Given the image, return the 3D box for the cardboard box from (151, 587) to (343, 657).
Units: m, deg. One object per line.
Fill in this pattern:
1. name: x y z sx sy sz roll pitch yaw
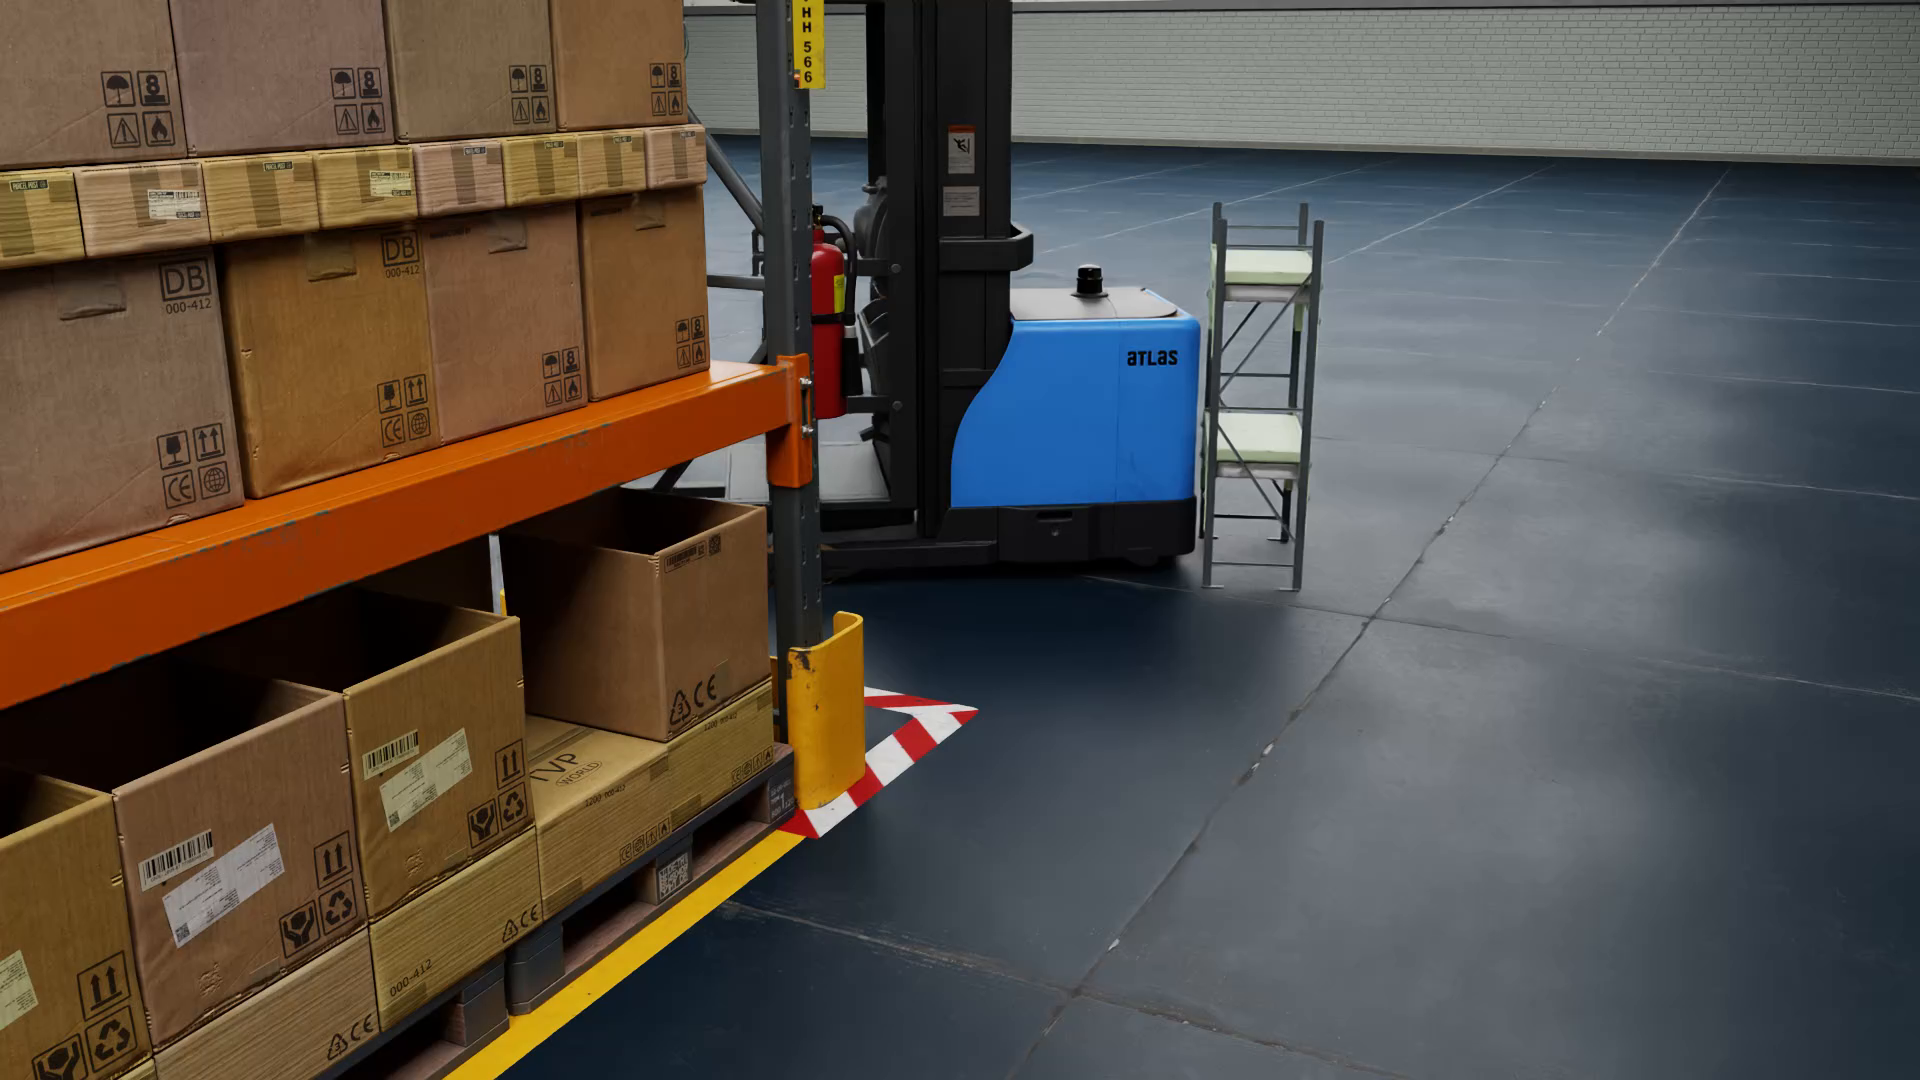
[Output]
1. cardboard box: -1.750 0.369 3.789 0.500 0.500 0.500 8 18 25

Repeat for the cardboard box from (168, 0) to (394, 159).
1. cardboard box: -1.576 -1.029 3.267 0.700 0.500 0.500 8 18 26

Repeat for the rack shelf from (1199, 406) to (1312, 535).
1. rack shelf: 1.243 -0.307 7.070 0.431 0.370 0.720 2 17 7

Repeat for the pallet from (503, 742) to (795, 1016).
1. pallet: -1.182 0.783 4.516 1.003 0.211 1.213 8 18 25

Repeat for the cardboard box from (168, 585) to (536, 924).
1. cardboard box: -1.285 0.435 3.566 0.500 0.500 0.500 8 18 25

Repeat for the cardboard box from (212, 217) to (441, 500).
1. cardboard box: -1.556 -0.424 3.508 0.700 0.500 0.500 8 18 26

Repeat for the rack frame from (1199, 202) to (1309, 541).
1. rack frame: 1.287 -0.723 7.325 0.400 1.500 0.023 2 17 7

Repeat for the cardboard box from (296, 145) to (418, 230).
1. cardboard box: -1.340 -0.728 3.392 0.380 0.149 0.250 9 19 27

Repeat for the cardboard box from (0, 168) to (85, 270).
1. cardboard box: -1.683 -0.532 2.733 0.380 0.149 0.250 8 18 25

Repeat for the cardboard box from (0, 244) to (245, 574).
1. cardboard box: -1.787 -0.289 3.055 0.700 0.500 0.500 9 19 27

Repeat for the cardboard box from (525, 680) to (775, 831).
1. cardboard box: -0.853 0.538 4.538 0.500 0.250 0.500 8 18 25

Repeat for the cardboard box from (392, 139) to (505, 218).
1. cardboard box: -1.223 -0.795 3.617 0.380 0.149 0.250 8 18 26

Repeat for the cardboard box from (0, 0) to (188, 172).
1. cardboard box: -1.800 -0.902 2.838 0.700 0.500 0.500 8 18 25

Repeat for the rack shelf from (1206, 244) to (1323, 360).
1. rack shelf: 1.243 -0.994 6.866 0.431 0.370 0.720 2 17 7

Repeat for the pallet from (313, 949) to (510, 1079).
1. pallet: -1.729 1.093 3.473 1.003 0.211 1.213 8 18 25

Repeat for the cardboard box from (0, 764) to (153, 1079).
1. cardboard box: -1.731 0.690 2.708 0.500 0.500 0.500 8 18 25

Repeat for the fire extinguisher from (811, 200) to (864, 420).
1. fire extinguisher: -0.410 -0.687 4.706 0.296 0.674 0.183 8 18 25

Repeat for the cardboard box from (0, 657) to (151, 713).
1. cardboard box: -1.989 0.494 3.368 0.500 0.500 0.500 8 18 25

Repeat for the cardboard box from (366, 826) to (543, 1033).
1. cardboard box: -1.288 0.794 3.674 0.500 0.250 0.500 8 18 25

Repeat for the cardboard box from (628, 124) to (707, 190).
1. cardboard box: -0.878 -0.991 4.277 0.380 0.149 0.250 8 18 24

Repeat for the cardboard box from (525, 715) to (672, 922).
1. cardboard box: -1.066 0.666 4.104 0.500 0.250 0.500 8 18 25

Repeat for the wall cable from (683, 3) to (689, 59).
1. wall cable: -8.259 -13.454 42.471 3.097 2.526 0.112 8 18 25

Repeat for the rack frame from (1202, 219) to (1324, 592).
1. rack frame: 1.199 -0.516 6.628 0.400 1.500 0.023 2 17 7

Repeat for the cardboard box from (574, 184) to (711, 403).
1. cardboard box: -1.098 -0.684 4.383 0.700 0.500 0.500 8 18 25

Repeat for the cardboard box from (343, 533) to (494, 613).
1. cardboard box: -1.538 0.240 4.223 0.500 0.500 0.500 8 18 25

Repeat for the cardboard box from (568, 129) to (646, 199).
1. cardboard box: -0.994 -0.924 4.052 0.380 0.149 0.250 9 19 27

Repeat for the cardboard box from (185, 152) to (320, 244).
1. cardboard box: -1.456 -0.661 3.166 0.380 0.149 0.250 9 19 27

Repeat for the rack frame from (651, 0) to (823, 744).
1. rack frame: -0.878 -0.753 4.793 1.000 3.000 0.127 8 18 25

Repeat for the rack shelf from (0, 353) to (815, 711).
1. rack shelf: -1.772 0.101 3.180 1.077 0.370 4.000 8 18 25

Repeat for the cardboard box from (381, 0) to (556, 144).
1. cardboard box: -1.352 -1.158 3.700 0.700 0.500 0.500 8 18 24

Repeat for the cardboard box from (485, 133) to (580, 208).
1. cardboard box: -1.108 -0.859 3.832 0.380 0.149 0.250 8 18 25

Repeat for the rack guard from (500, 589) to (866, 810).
1. rack guard: -0.867 0.439 5.169 1.175 0.500 0.348 8 18 25

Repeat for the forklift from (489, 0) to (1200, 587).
1. forklift: -0.548 -1.369 6.987 3.031 2.935 1.130 -2 17 -7

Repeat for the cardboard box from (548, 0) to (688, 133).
1. cardboard box: -1.122 -1.292 4.153 0.700 0.500 0.500 8 18 26

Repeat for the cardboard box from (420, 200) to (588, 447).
1. cardboard box: -1.328 -0.550 3.931 0.700 0.500 0.500 9 19 27

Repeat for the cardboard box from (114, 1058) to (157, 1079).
1. cardboard box: -1.731 1.049 2.815 0.500 0.250 0.500 8 18 25

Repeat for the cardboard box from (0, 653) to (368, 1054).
1. cardboard box: -1.510 0.562 3.138 0.500 0.500 0.500 8 18 25

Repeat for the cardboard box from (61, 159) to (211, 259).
1. cardboard box: -1.570 -0.595 2.946 0.380 0.149 0.250 8 18 25

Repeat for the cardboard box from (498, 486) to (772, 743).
1. cardboard box: -0.851 0.178 4.430 0.500 0.500 0.500 8 18 25

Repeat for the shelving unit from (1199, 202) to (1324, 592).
1. shelving unit: 1.243 -0.620 6.977 0.431 1.500 0.755 2 17 7

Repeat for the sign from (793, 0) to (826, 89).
1. sign: -0.399 -1.349 4.350 0.100 0.325 0.005 8 18 25

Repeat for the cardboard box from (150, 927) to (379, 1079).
1. cardboard box: -1.513 0.921 3.246 0.500 0.250 0.500 8 18 25
